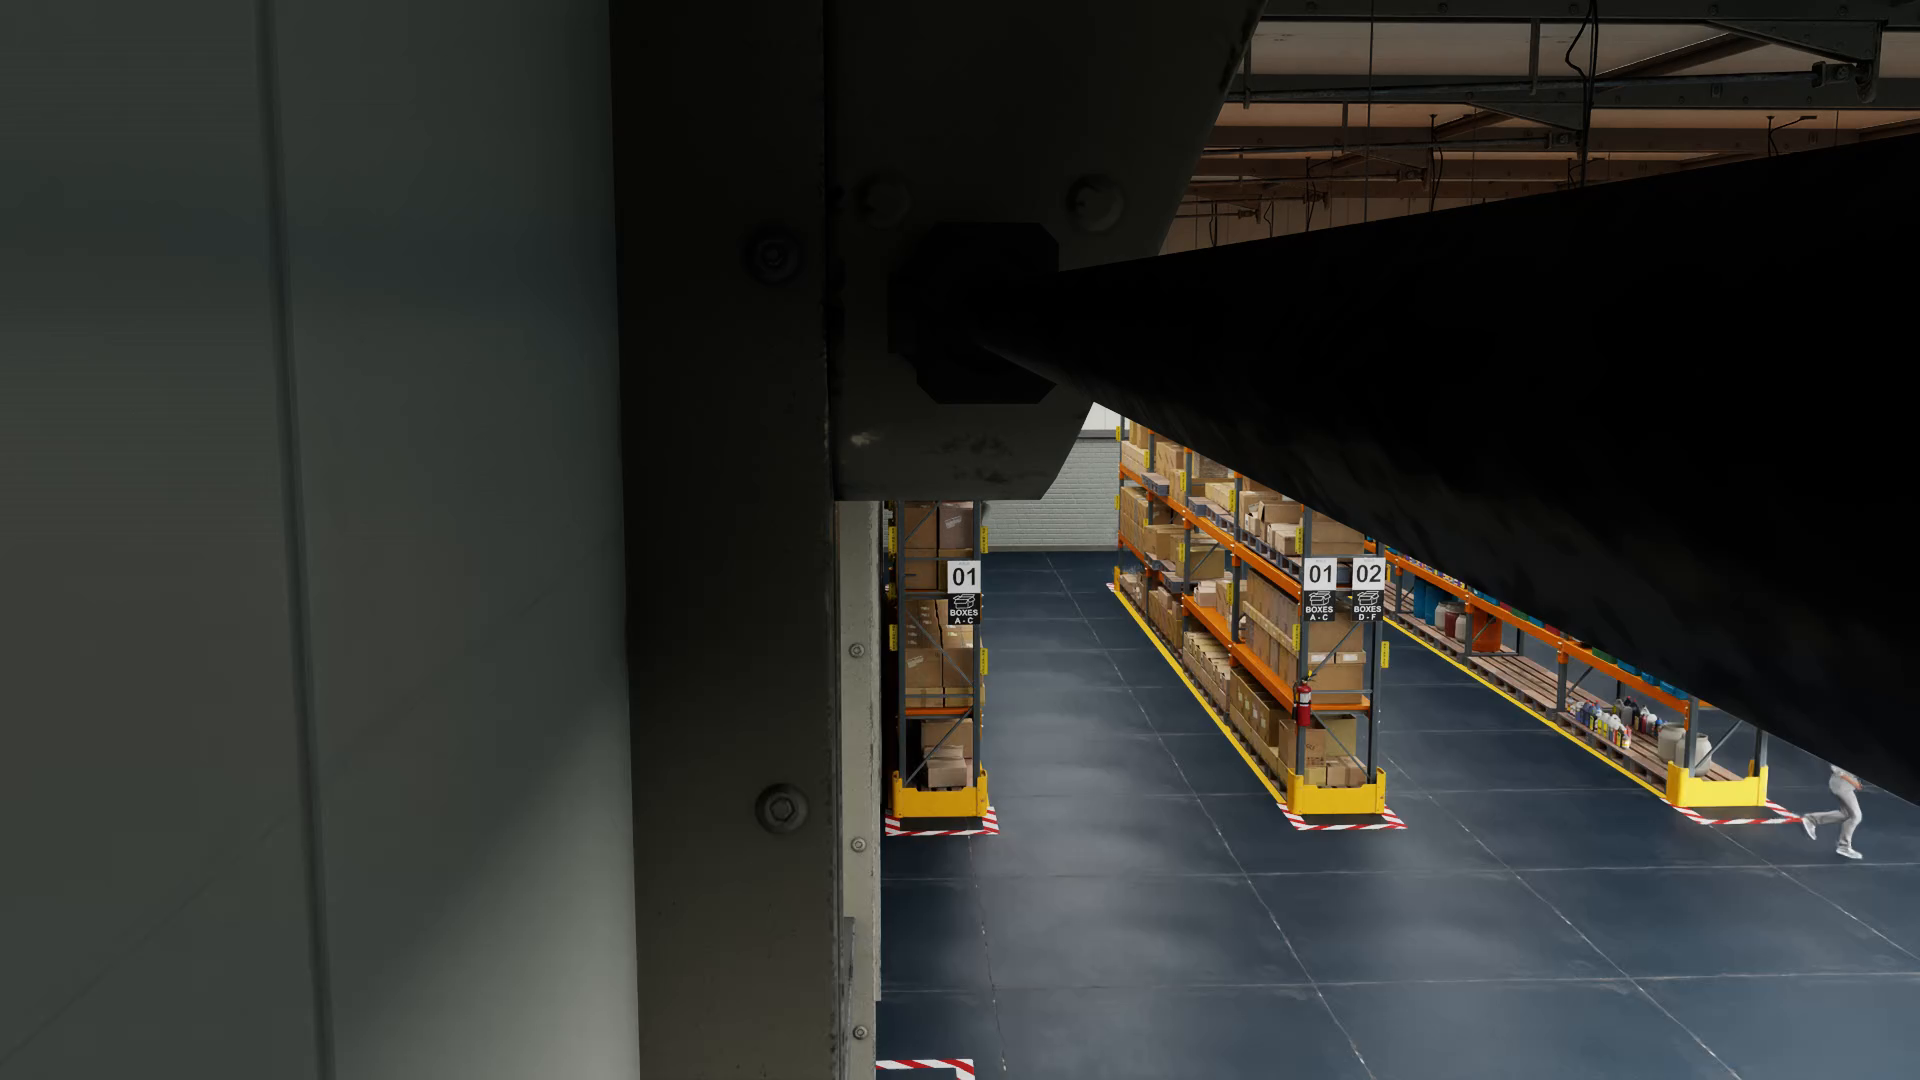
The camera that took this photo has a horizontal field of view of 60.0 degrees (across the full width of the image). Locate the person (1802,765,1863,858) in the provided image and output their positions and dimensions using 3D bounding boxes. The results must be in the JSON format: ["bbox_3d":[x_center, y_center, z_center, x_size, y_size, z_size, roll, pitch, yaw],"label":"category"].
[{"bbox_3d":[10.082,2.846,19.146,0.644,1.544,0.567,5,10,30],"label":"person"}]
